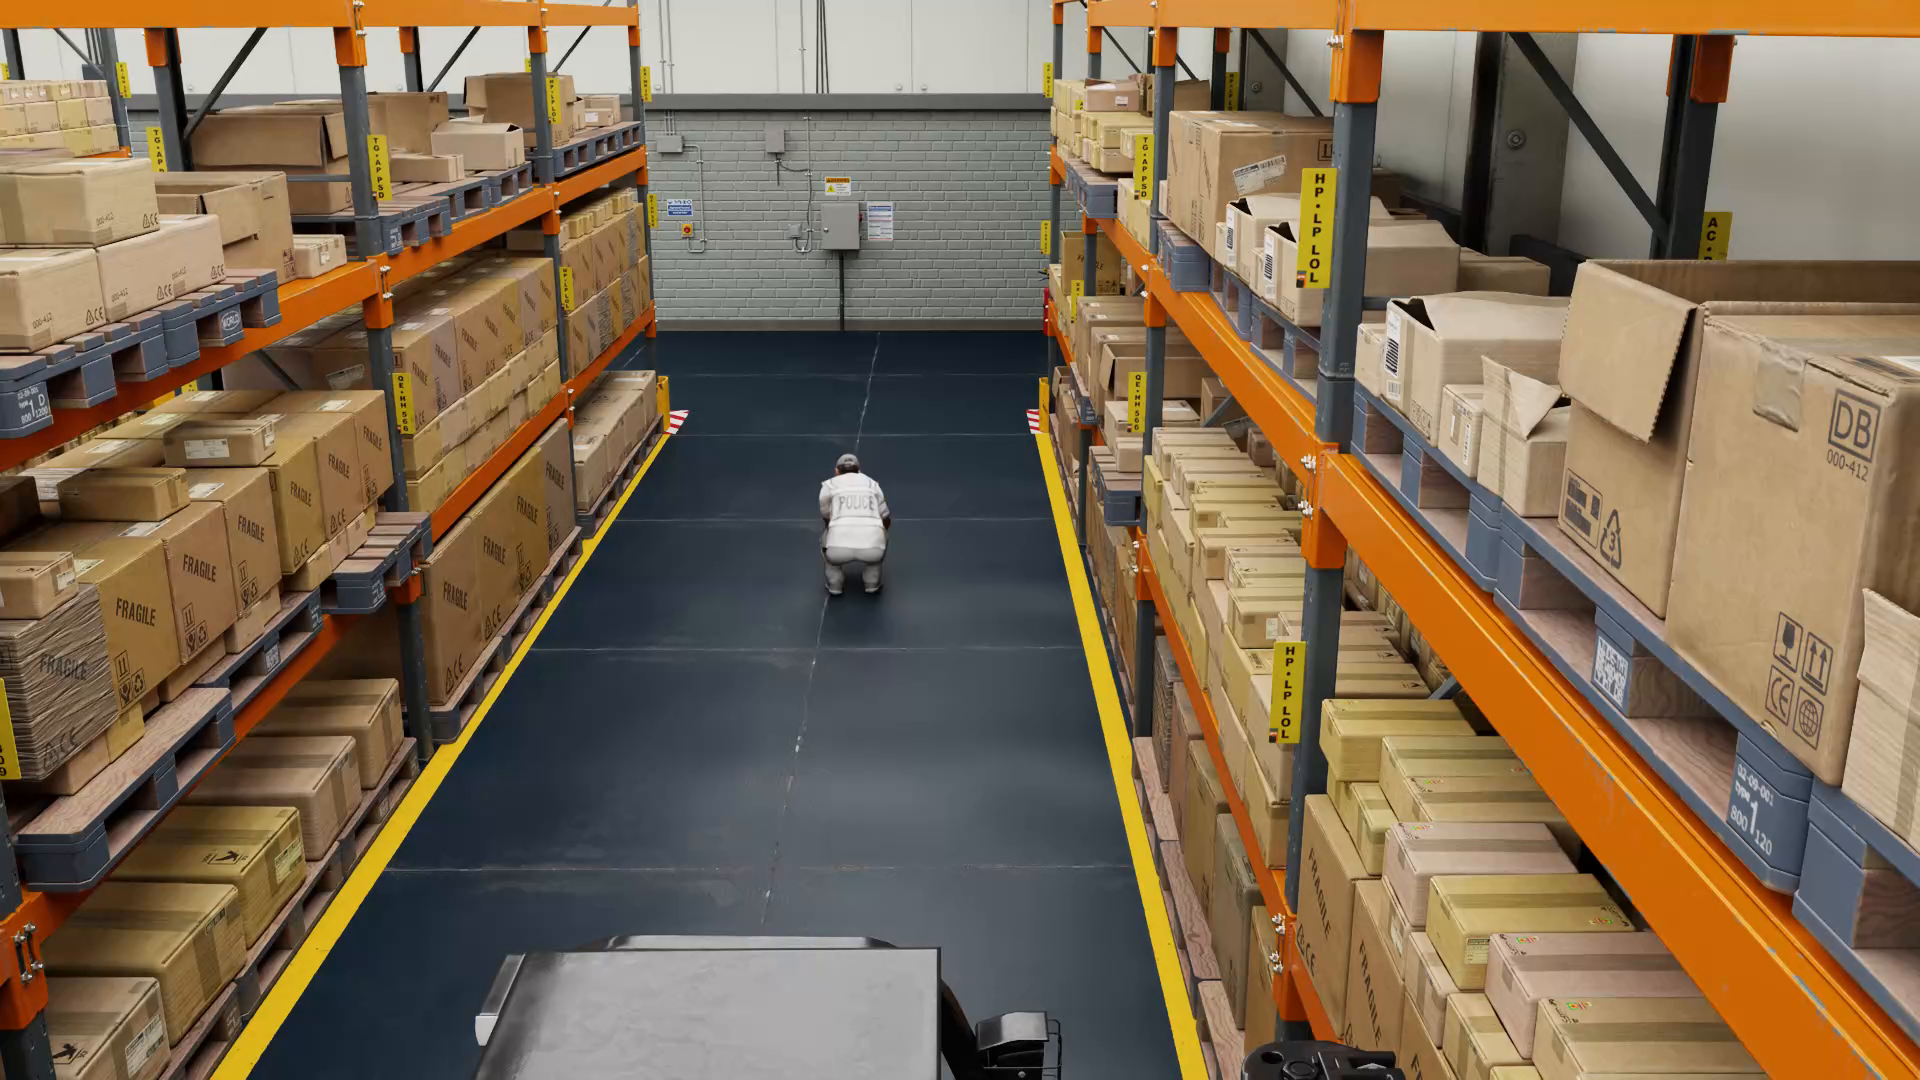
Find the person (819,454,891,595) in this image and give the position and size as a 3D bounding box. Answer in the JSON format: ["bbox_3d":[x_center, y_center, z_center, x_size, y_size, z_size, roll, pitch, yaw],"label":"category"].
[{"bbox_3d":[-0.773,-0.105,12.125,0.535,0.945,0.818,0,17,-1],"label":"person"}]
